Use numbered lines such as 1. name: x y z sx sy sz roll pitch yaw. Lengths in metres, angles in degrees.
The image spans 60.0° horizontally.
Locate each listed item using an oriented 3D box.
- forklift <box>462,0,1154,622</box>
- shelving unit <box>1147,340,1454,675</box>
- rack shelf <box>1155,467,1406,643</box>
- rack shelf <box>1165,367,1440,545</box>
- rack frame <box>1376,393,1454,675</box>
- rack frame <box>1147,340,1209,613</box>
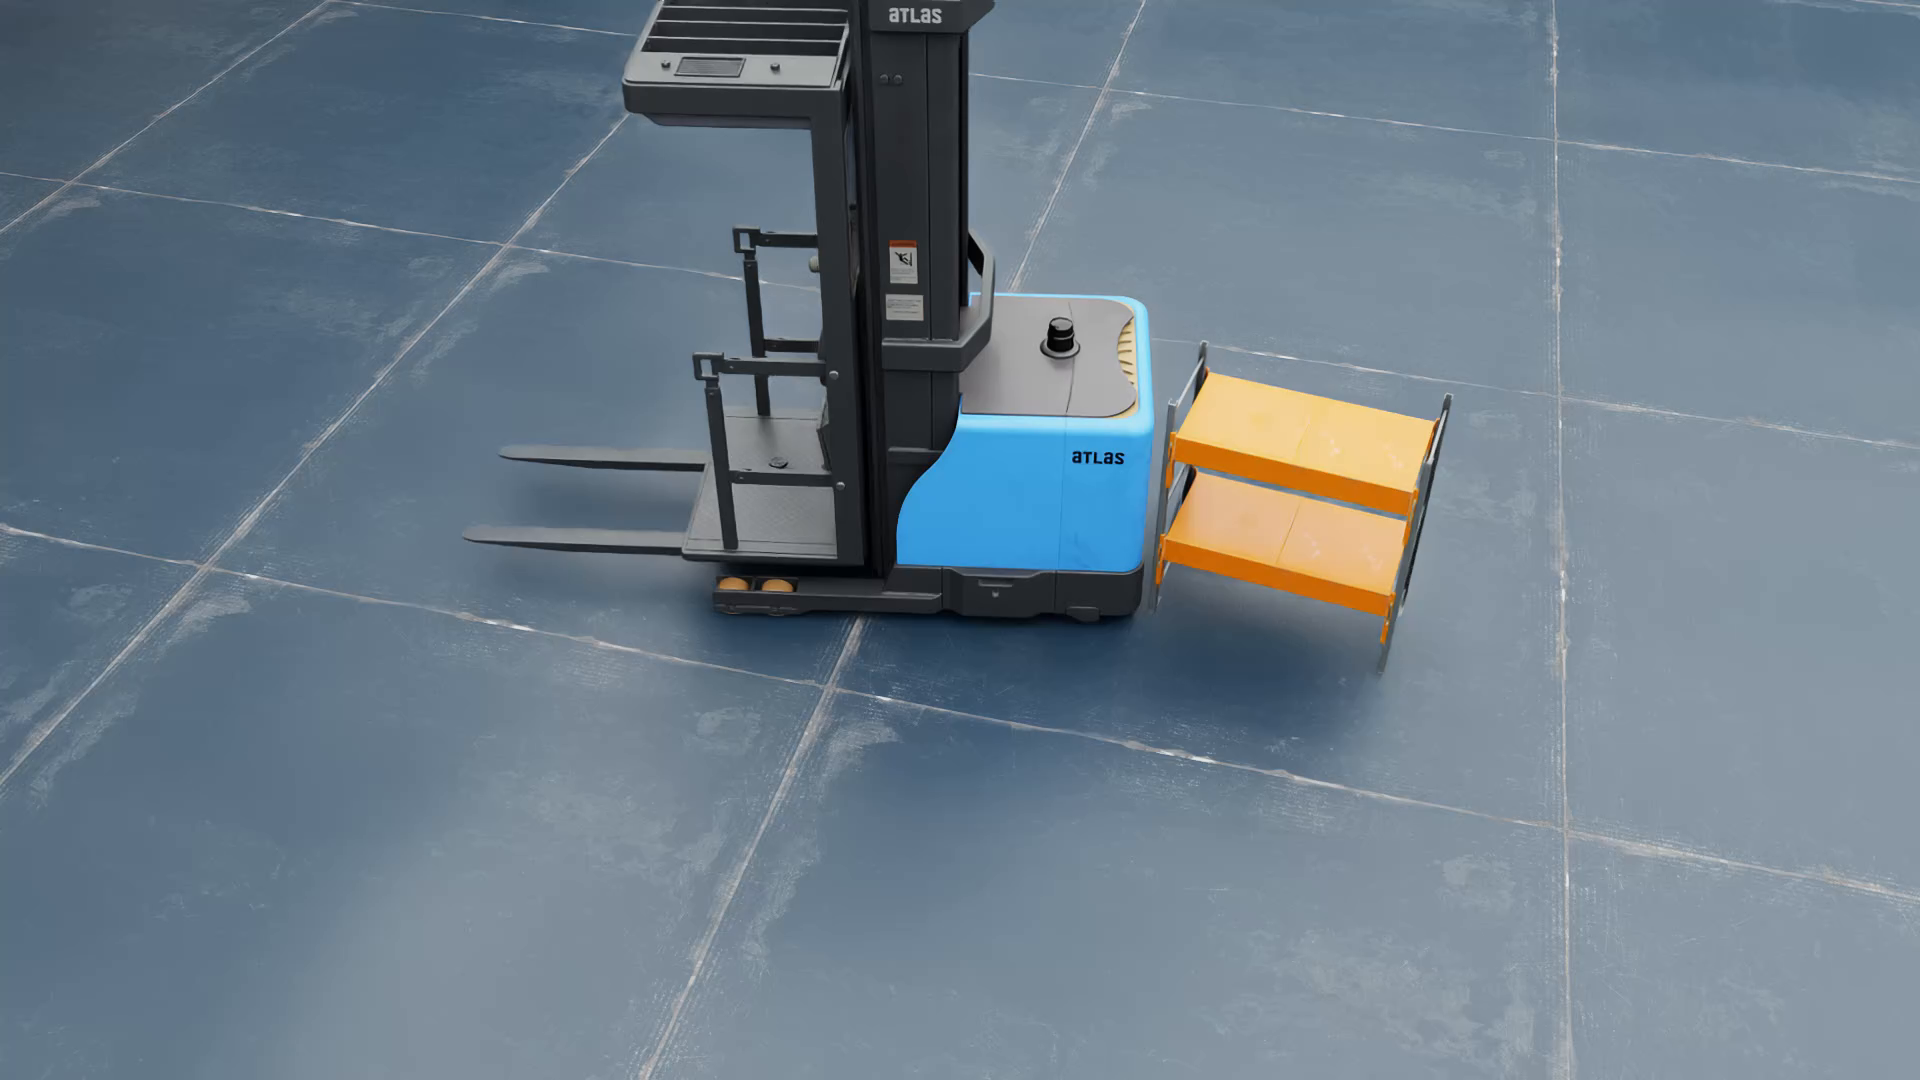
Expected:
1. forklift: -0.694 -1.124 6.809 3.031 2.935 1.130 2 40 2
2. shelving unit: 1.410 -0.134 7.035 1.048 1.125 0.538 15 42 17
3. rack shelf: 1.410 0.053 7.193 1.000 0.278 0.538 15 42 17
4. rack shelf: 1.410 -0.359 6.847 1.000 0.278 0.538 15 42 17
5. rack frame: 1.881 -0.011 6.888 0.032 1.125 0.500 15 42 17
6. rack frame: 0.940 -0.258 7.183 0.032 1.125 0.500 15 42 17
